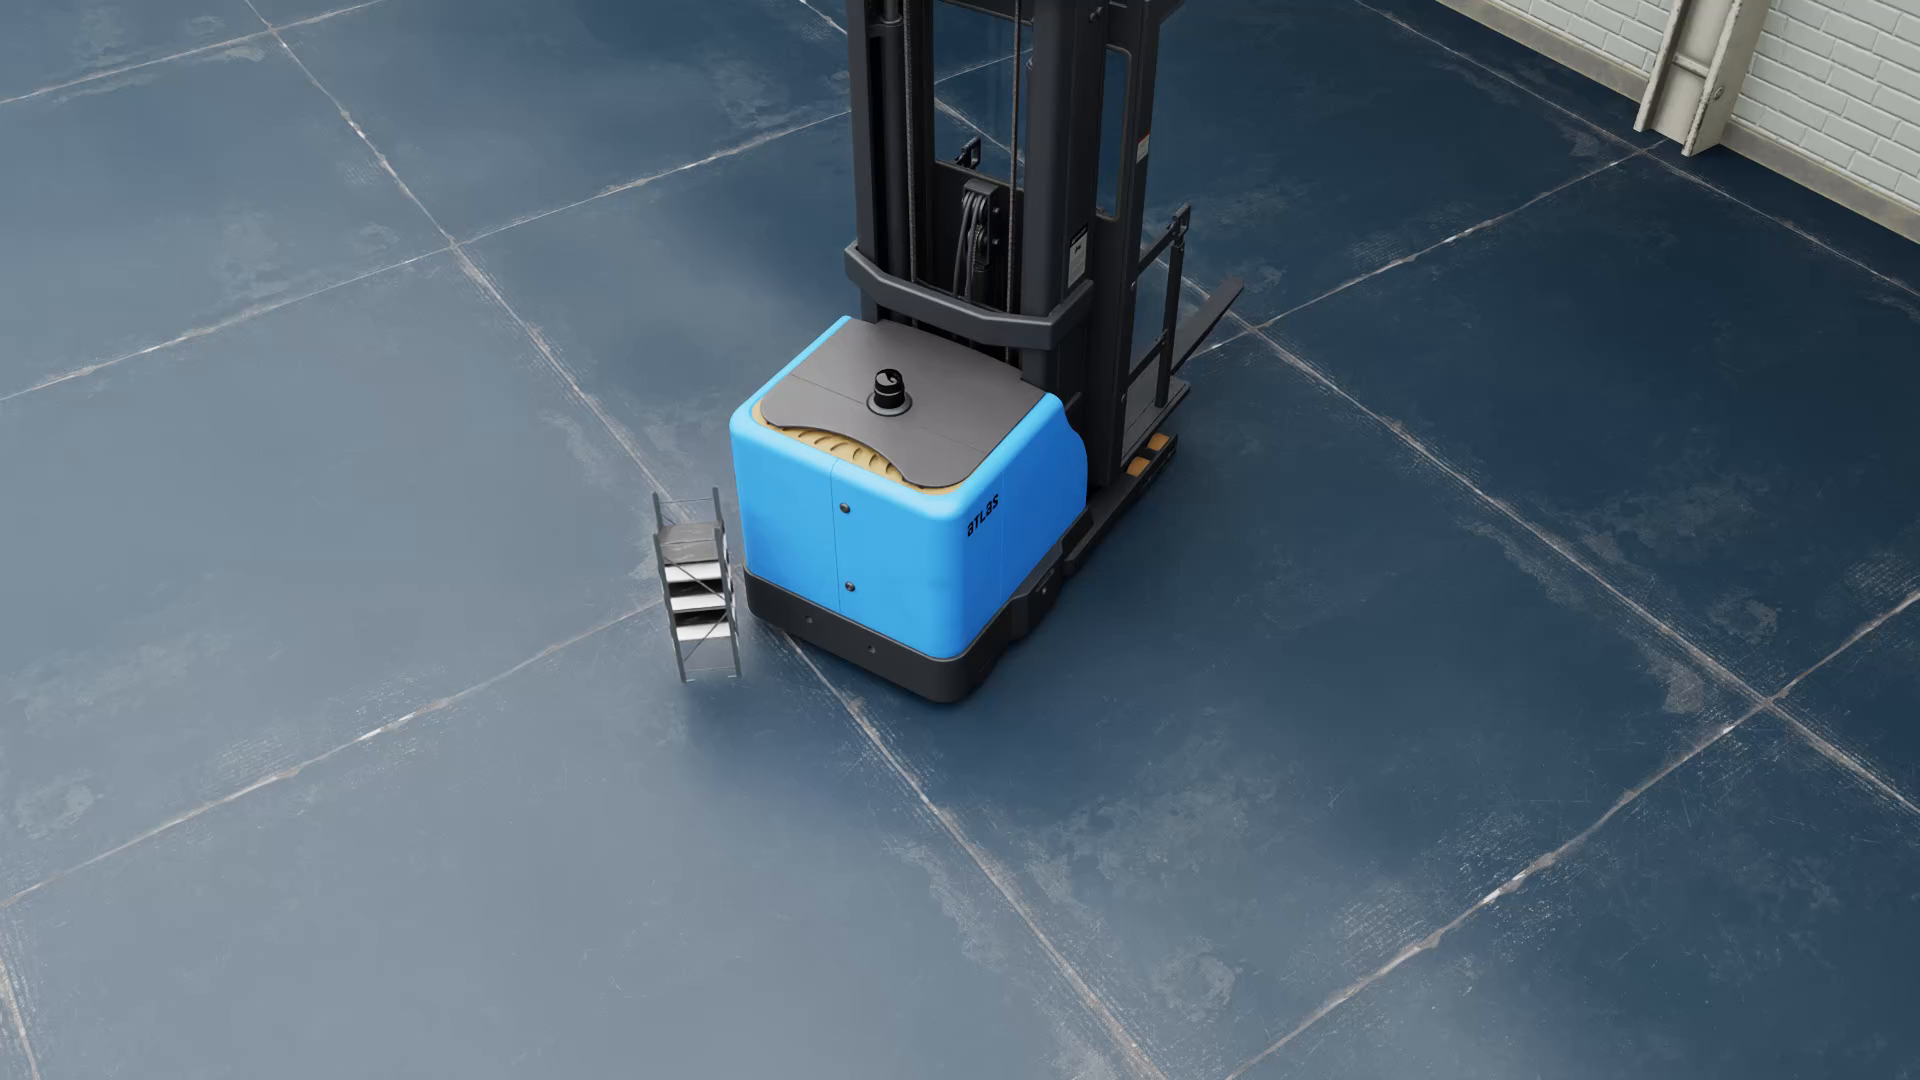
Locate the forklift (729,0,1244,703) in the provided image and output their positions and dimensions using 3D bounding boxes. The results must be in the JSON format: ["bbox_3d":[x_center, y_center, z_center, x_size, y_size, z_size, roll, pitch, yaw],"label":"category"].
[{"bbox_3d":[0.330,-1.425,6.611,1.130,2.935,3.031,23,48,23],"label":"forklift"}]

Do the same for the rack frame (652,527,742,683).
[{"bbox_3d":[-0.990,0.262,6.317,0.240,0.900,0.006,-5,49,-5],"label":"rack frame"}]

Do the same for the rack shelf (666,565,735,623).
[{"bbox_3d":[-1.004,0.207,6.408,0.258,0.077,0.200,-5,49,-5],"label":"rack shelf"}]

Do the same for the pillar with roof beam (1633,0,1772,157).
[{"bbox_3d":[0.664,-3.925,4.835,9.100,9.000,0.400,-26,49,-24],"label":"pillar with roof beam"}]

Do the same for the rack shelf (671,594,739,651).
[{"bbox_3d":[-1.006,0.326,6.544,0.258,0.077,0.200,-5,49,-5],"label":"rack shelf"}]

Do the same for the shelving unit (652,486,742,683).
[{"bbox_3d":[-1.003,0.186,6.383,0.258,0.900,0.210,-5,49,-5],"label":"shelving unit"}]

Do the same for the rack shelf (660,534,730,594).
[{"bbox_3d":[-1.002,0.089,6.272,0.258,0.077,0.200,-5,49,-5],"label":"rack shelf"}]

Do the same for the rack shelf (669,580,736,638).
[{"bbox_3d":[-1.005,0.266,6.476,0.258,0.077,0.200,-5,49,-5],"label":"rack shelf"}]

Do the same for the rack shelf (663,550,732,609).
[{"bbox_3d":[-1.003,0.148,6.340,0.258,0.077,0.200,-5,49,-5],"label":"rack shelf"}]

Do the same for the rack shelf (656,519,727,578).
[{"bbox_3d":[-1.001,0.030,6.204,0.258,0.077,0.200,-5,49,-5],"label":"rack shelf"}]

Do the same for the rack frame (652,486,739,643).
[{"bbox_3d":[-1.017,0.109,6.449,0.240,0.900,0.006,-5,49,-5],"label":"rack frame"}]
